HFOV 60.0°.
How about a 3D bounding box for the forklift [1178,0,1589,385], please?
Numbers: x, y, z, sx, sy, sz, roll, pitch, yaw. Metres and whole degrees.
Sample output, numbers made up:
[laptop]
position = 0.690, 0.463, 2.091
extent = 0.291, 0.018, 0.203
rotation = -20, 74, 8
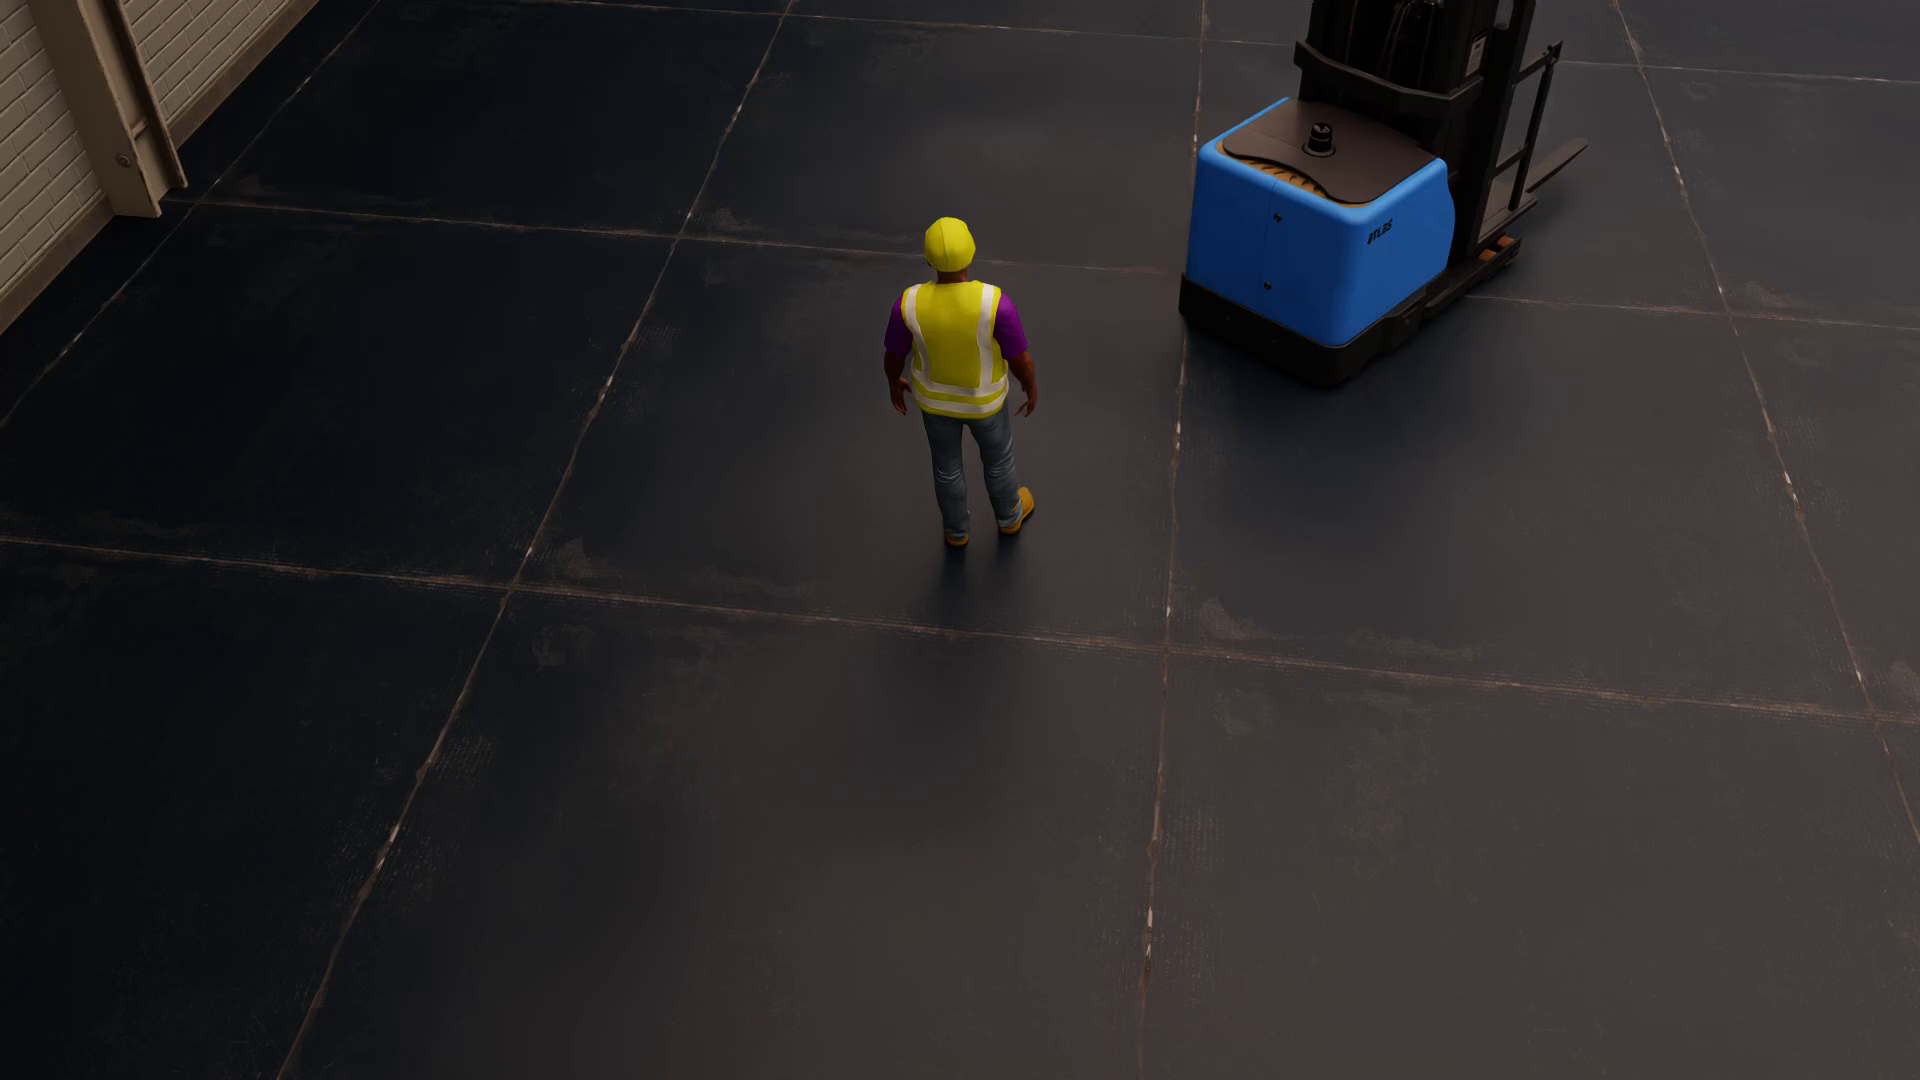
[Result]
[forklift]
position = 2.585, -2.788, 8.760
extent = 1.130, 2.935, 3.031
rotation = 33, 52, 31

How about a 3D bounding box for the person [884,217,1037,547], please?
[person]
position = 0.016, -0.702, 7.338
extent = 0.665, 1.765, 0.577
rotation = 5, 43, 6
